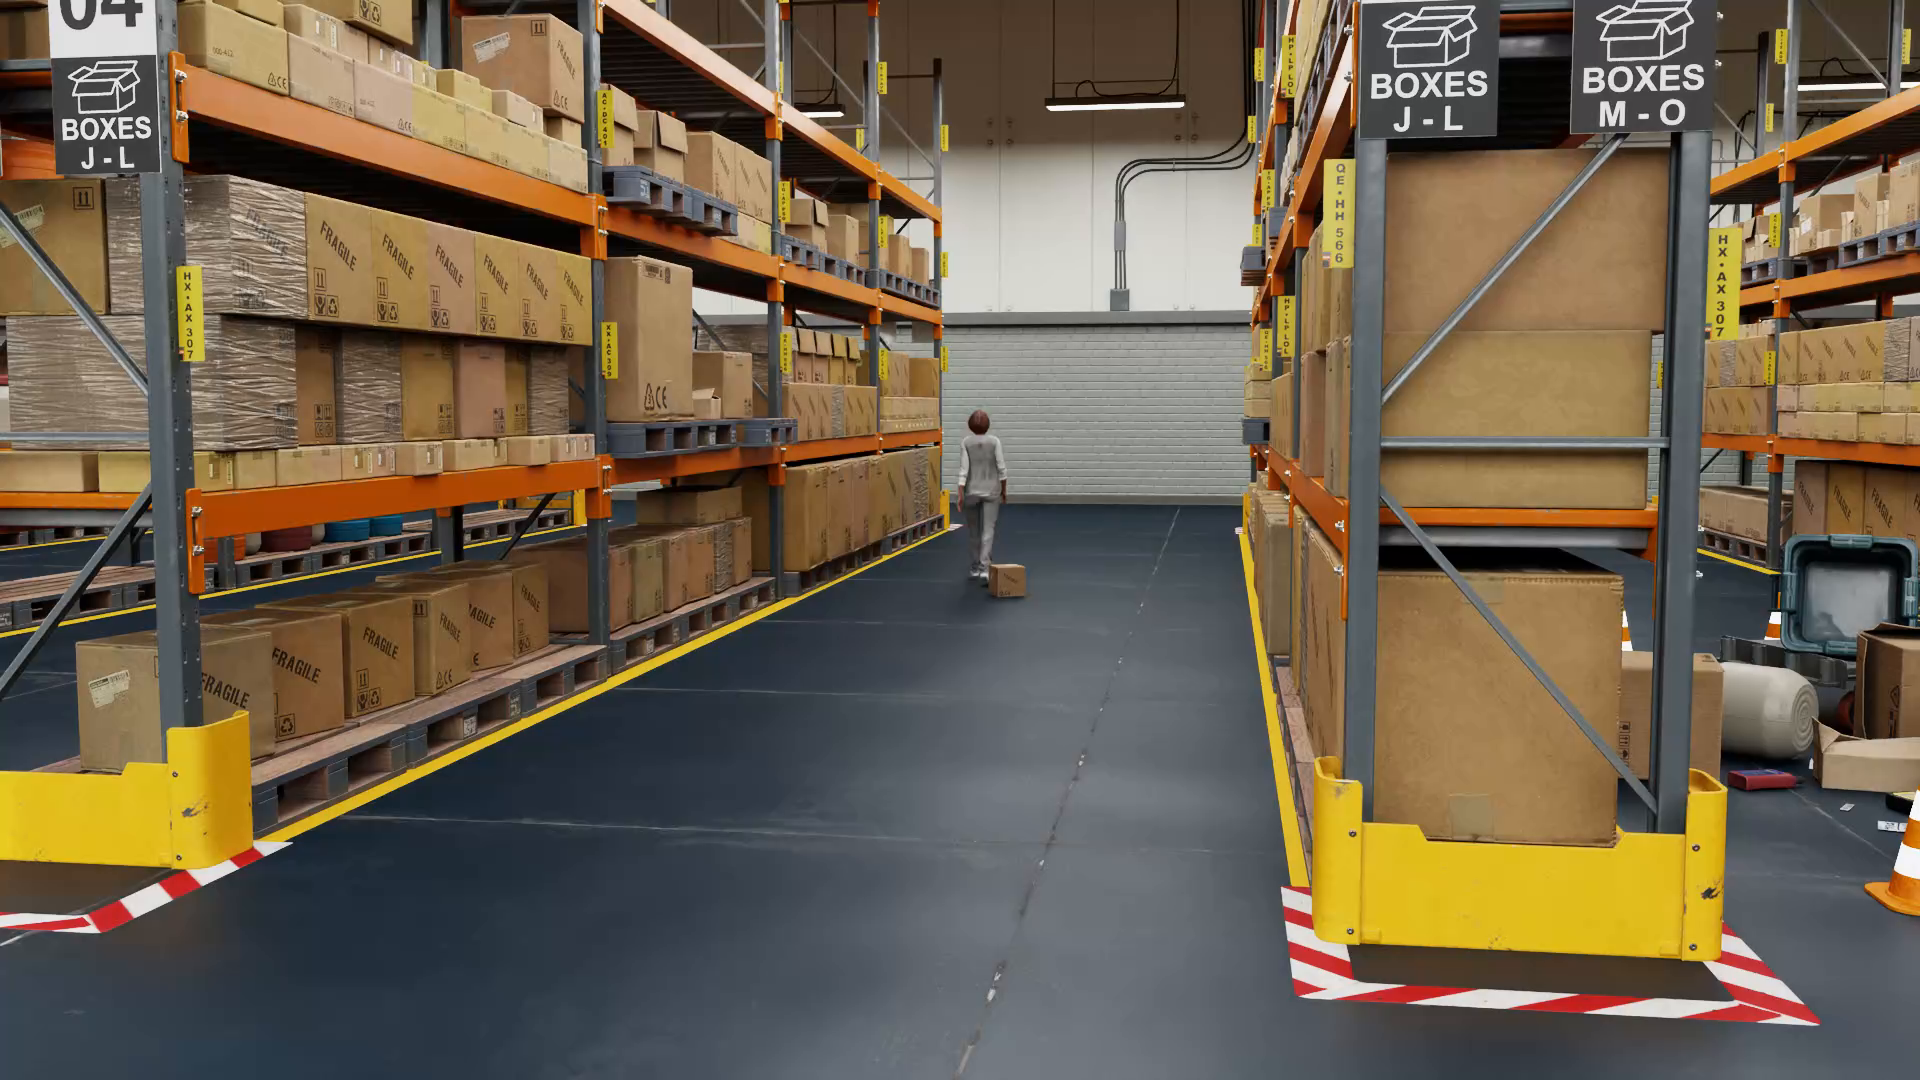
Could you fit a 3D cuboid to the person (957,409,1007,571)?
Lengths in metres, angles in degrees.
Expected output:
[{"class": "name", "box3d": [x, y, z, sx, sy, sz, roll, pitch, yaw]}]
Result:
[{"class": "person", "box3d": [0.197, -0.436, 15.119, 0.425, 1.499, 0.769, 1, 5, 7]}]
